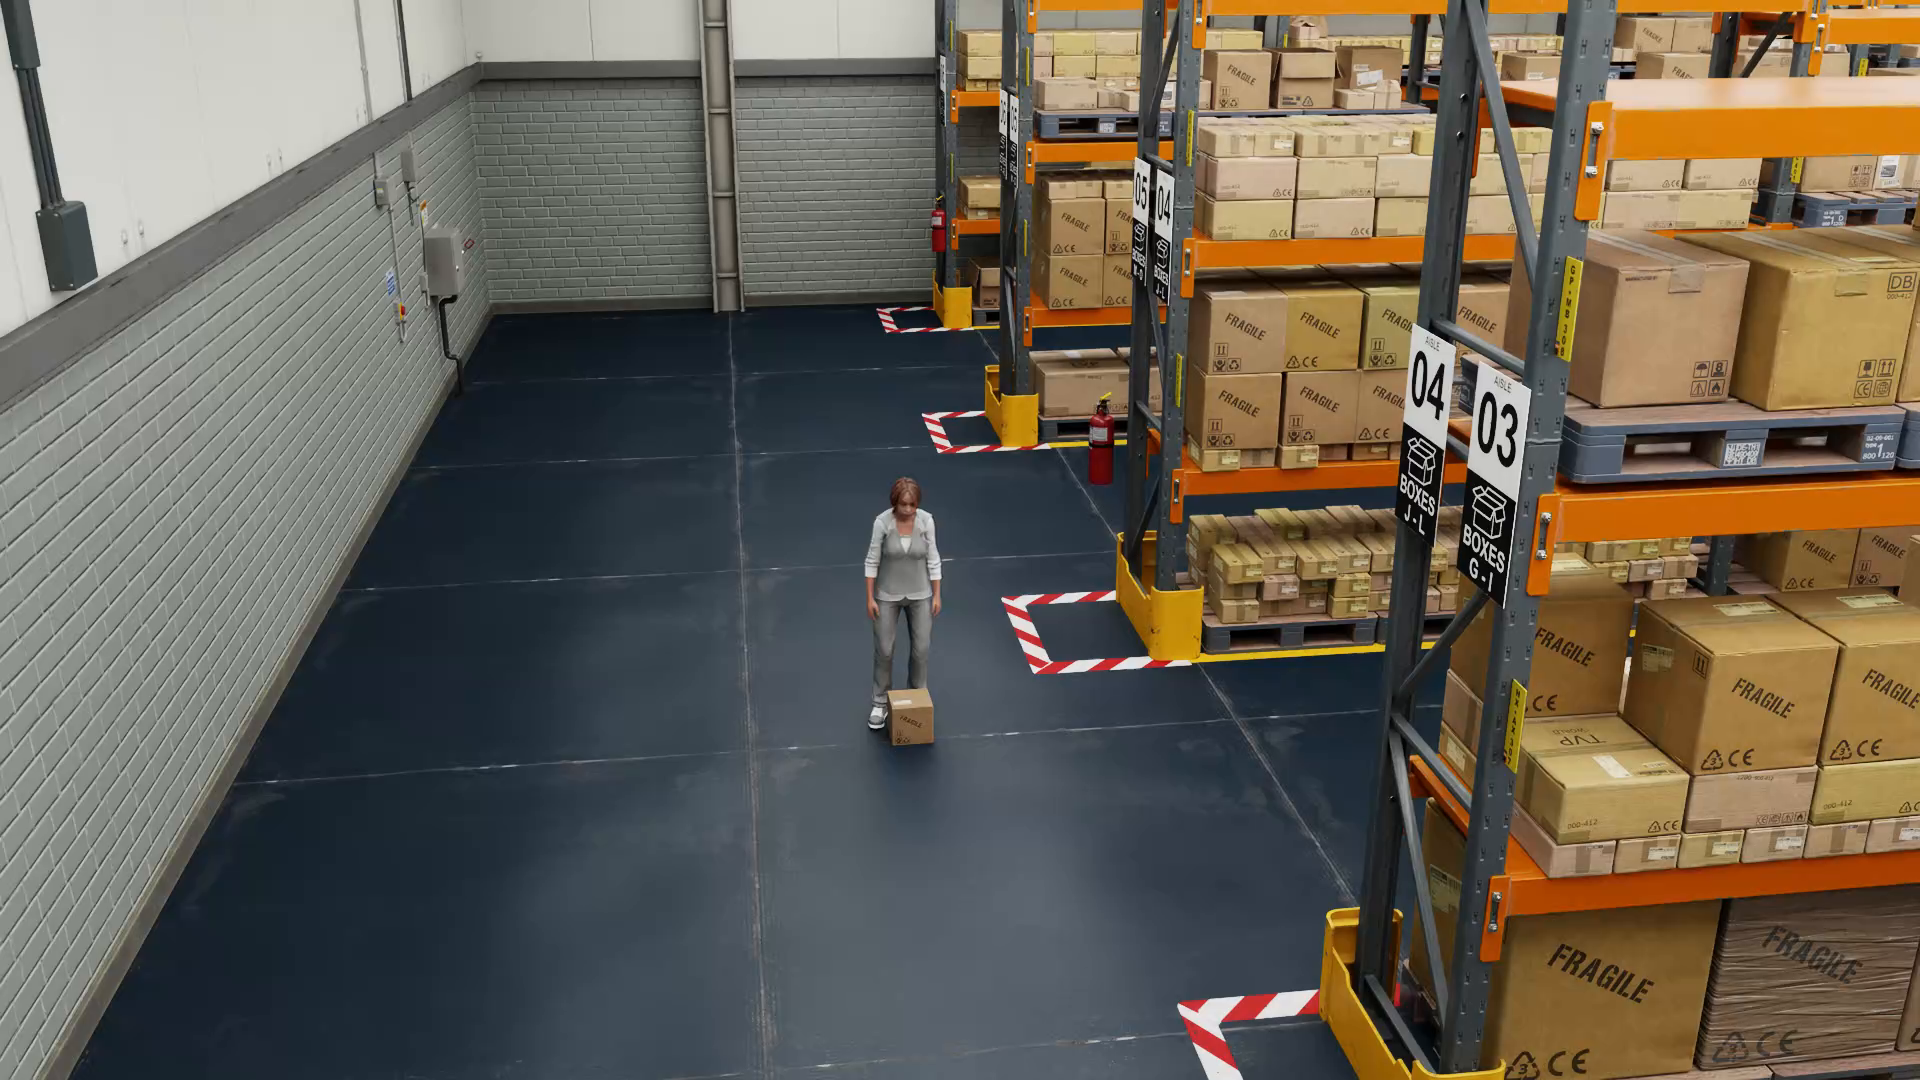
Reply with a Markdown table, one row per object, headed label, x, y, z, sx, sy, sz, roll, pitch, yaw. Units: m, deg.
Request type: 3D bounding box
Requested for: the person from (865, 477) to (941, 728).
| label | x | y | z | sx | sy | sz | roll | pitch | yaw |
| --- | --- | --- | --- | --- | --- | --- | --- | --- | --- |
| person | -0.345 | 0.365 | 10.105 | 0.473 | 1.593 | 0.350 | -3 | 21 | -9 |
